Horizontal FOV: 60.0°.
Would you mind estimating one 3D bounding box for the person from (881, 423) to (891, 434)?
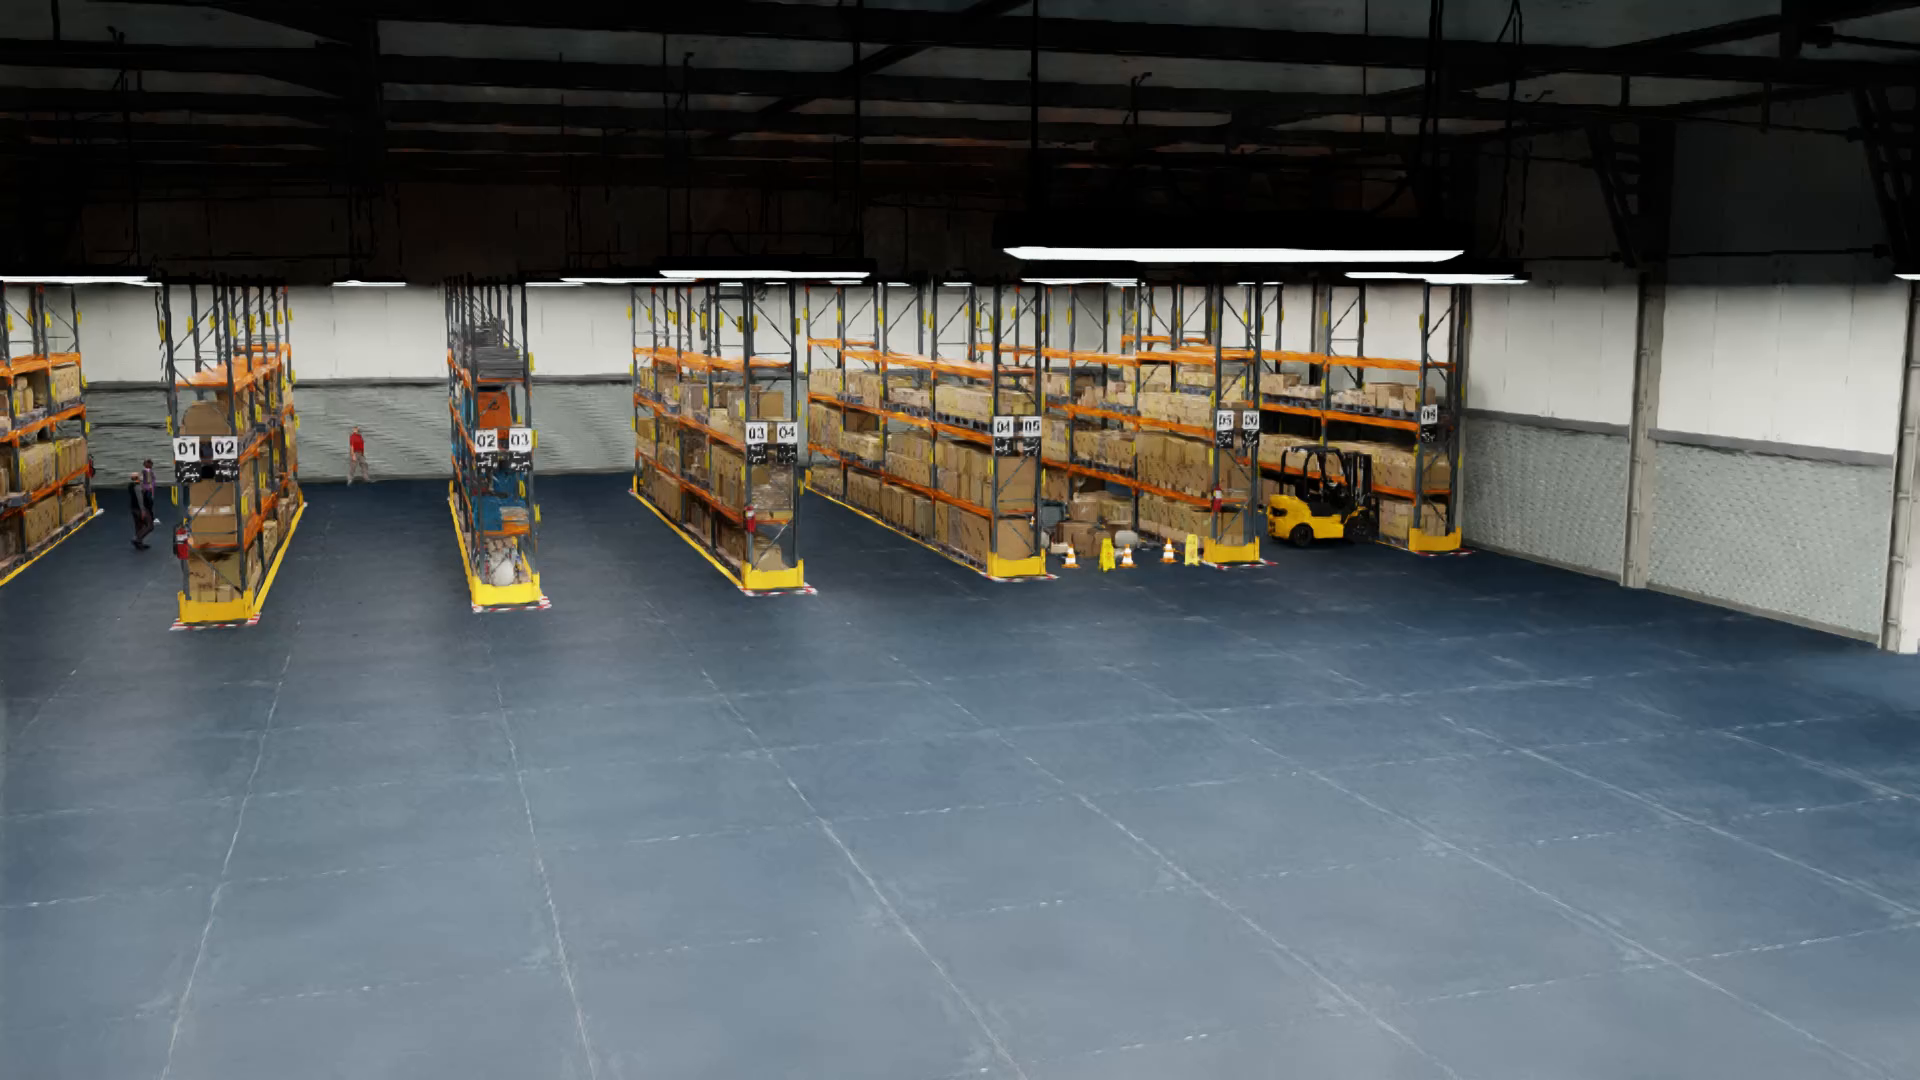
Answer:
[{"bbox_3d":[-2.228,-2.638,49.598,0.570,1.778,0.691,-6,10,-34],"label":"person"}]

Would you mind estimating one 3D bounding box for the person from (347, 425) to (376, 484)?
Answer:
[{"bbox_3d":[-17.703,-2.519,48.958,0.589,1.719,0.772,3,9,22],"label":"person"}]

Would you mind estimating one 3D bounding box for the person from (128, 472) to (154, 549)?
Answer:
[{"bbox_3d":[-18.126,-0.654,36.706,0.569,1.719,0.444,8,12,43],"label":"person"}]

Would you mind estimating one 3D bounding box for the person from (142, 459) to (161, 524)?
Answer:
[{"bbox_3d":[-19.725,-1.184,40.526,0.422,1.601,0.499,-6,10,-35],"label":"person"}]
